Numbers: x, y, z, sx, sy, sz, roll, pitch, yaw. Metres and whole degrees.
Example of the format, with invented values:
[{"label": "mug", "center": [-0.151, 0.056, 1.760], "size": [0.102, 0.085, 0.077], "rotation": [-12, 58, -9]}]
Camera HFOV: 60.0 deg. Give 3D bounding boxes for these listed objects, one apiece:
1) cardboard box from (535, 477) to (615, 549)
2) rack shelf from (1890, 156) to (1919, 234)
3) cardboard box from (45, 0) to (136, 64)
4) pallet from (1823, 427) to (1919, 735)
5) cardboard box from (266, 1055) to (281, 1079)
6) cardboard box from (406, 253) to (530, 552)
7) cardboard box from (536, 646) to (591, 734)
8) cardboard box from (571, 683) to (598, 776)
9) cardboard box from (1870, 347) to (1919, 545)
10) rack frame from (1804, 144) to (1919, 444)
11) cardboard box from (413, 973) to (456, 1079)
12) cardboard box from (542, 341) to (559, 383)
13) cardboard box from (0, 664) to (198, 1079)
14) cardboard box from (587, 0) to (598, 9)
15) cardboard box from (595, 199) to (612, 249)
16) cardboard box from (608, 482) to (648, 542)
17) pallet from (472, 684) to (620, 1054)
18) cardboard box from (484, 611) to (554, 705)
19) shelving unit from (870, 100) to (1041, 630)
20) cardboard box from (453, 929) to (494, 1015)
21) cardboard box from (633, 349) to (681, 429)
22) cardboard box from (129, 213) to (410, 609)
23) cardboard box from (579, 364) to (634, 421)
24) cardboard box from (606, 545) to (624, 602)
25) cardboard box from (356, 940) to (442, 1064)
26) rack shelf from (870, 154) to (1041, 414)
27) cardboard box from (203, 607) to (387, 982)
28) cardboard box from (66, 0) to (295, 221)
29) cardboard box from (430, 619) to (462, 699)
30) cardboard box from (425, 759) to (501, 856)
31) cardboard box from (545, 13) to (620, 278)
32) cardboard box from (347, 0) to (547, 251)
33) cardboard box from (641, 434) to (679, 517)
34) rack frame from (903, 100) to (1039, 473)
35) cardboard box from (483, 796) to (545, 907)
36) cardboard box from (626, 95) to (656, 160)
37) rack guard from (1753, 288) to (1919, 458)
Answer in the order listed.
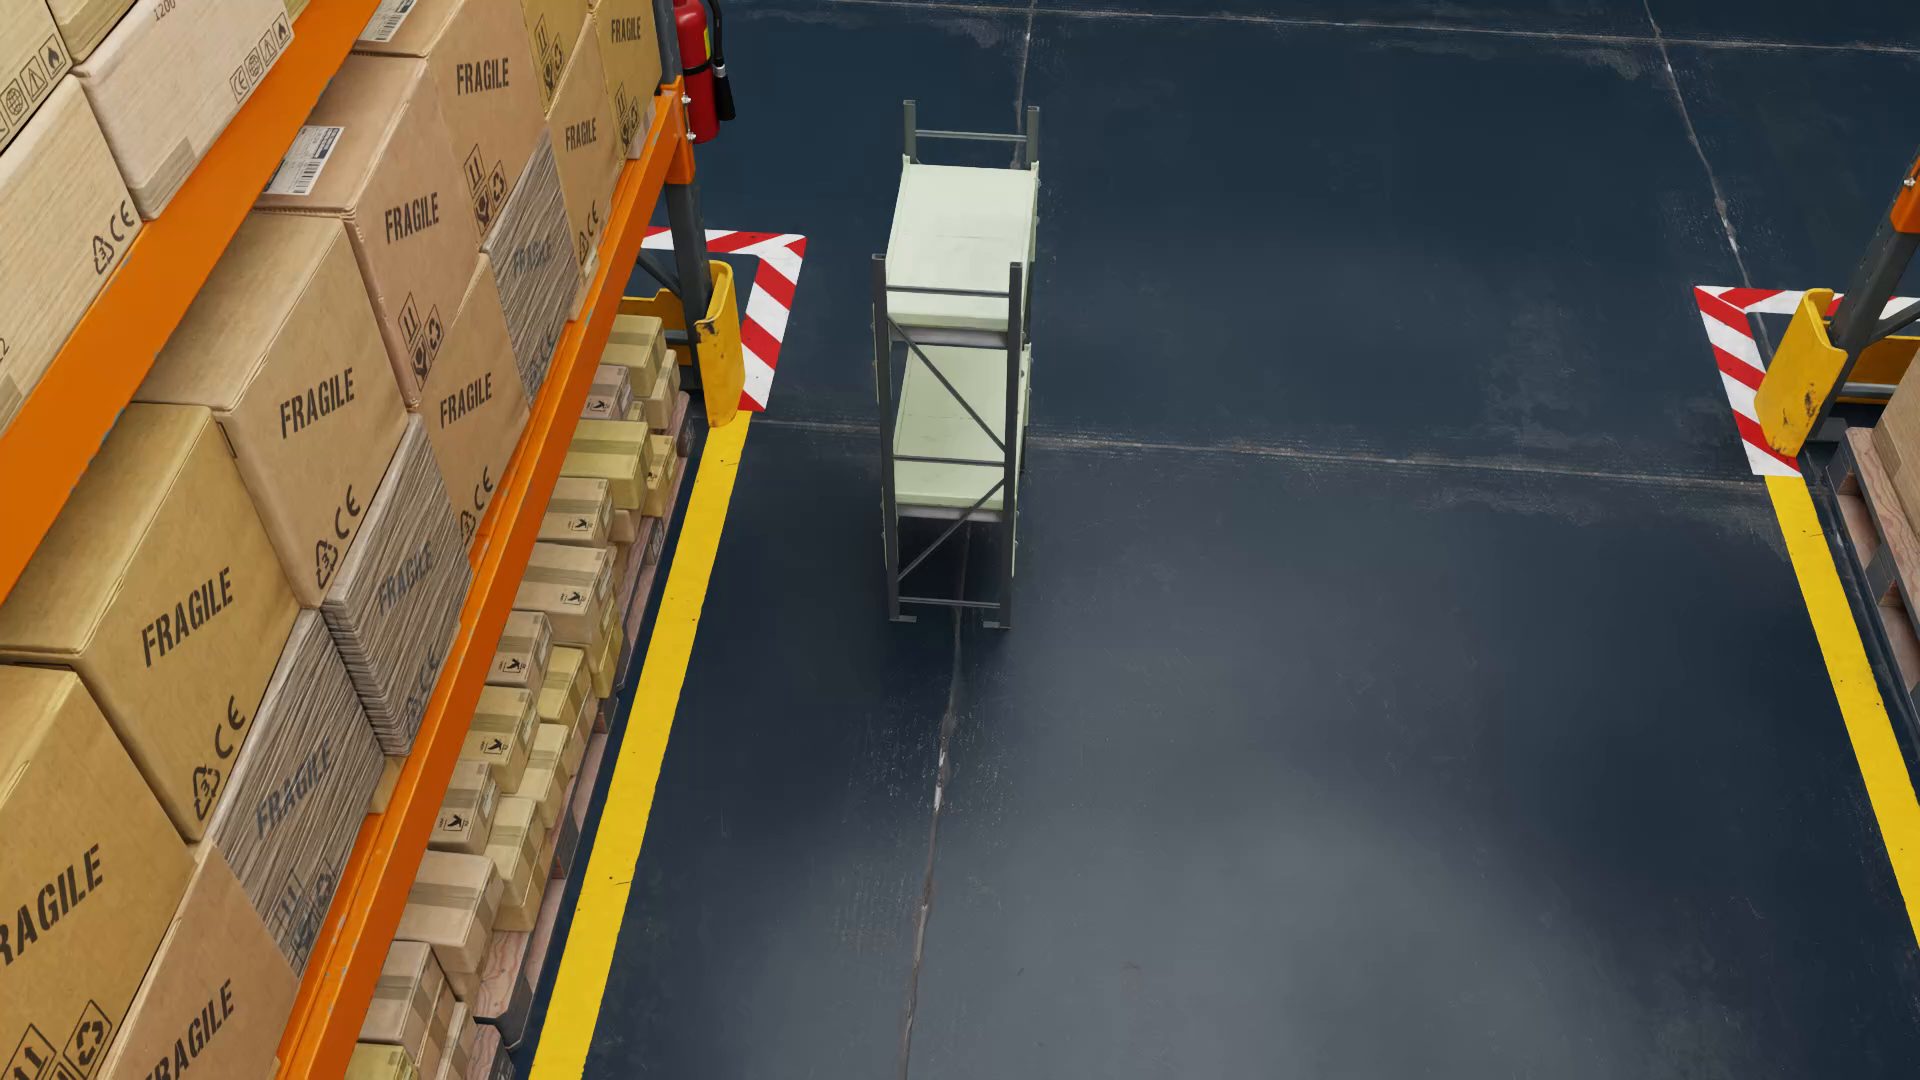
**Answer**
[{"label": "cardboard box", "center": [-1.260, -0.054, 5.011], "size": [0.380, 0.149, 0.250], "rotation": [2, 48, 2]}, {"label": "rack shelf", "center": [3.356, 0.325, 3.907], "size": [1.077, 0.370, 4.000], "rotation": [4, 48, 4]}, {"label": "cardboard box", "center": [-1.372, -0.909, 2.279], "size": [0.500, 0.250, 0.500], "rotation": [5, 48, 4]}, {"label": "pallet", "center": [3.543, 0.147, 5.473], "size": [1.003, 0.211, 1.213], "rotation": [4, 48, 4]}, {"label": "cardboard box", "center": [-1.464, 0.997, 2.975], "size": [0.380, 0.149, 0.250], "rotation": [5, 48, 5]}, {"label": "cardboard box", "center": [-1.329, -0.315, 3.736], "size": [0.500, 0.500, 0.500], "rotation": [6, 48, 5]}, {"label": "cardboard box", "center": [-1.286, 0.432, 4.768], "size": [0.380, 0.149, 0.250], "rotation": [6, 48, 5]}, {"label": "cardboard box", "center": [-1.288, 0.533, 4.877], "size": [0.380, 0.149, 0.250], "rotation": [5, 48, 4]}, {"label": "cardboard box", "center": [3.578, -0.172, 5.327], "size": [0.875, 0.438, 0.875], "rotation": [2, 48, 2]}, {"label": "rack frame", "center": [3.538, -1.387, 4.986], "size": [1.000, 3.000, 0.127], "rotation": [4, 48, 4]}, {"label": "cardboard box", "center": [-1.466, 1.197, 4.068], "size": [0.380, 0.149, 0.250], "rotation": [2, 48, 2]}, {"label": "cardboard box", "center": [-1.270, -0.556, 4.396], "size": [0.380, 0.149, 0.250], "rotation": [2, 48, 2]}, {"label": "cardboard box", "center": [-1.481, 0.507, 2.307], "size": [0.500, 0.500, 0.500], "rotation": [5, 48, 4]}, {"label": "cardboard box", "center": [-1.194, -1.764, 4.384], "size": [0.500, 0.500, 0.500], "rotation": [3, 48, 3]}, {"label": "cardboard box", "center": [-1.216, -0.937, 4.744], "size": [0.380, 0.149, 0.250], "rotation": [3, 48, 3]}, {"label": "cardboard box", "center": [-1.210, -0.137, 5.288], "size": [0.380, 0.149, 0.250], "rotation": [2, 48, 2]}, {"label": "pallet", "center": [-1.630, 0.840, 4.839], "size": [1.003, 0.211, 1.213], "rotation": [4, 48, 4]}, {"label": "cardboard box", "center": [-1.363, 0.333, 4.657], "size": [0.380, 0.149, 0.250], "rotation": [2, 48, 2]}, {"label": "shelving unit", "center": [-0.001, -0.501, 5.192], "size": [0.431, 1.500, 0.755], "rotation": [4, 48, 4]}, {"label": "cardboard box", "center": [-1.453, 1.096, 4.362], "size": [0.380, 0.149, 0.250], "rotation": [2, 48, 2]}, {"label": "cardboard box", "center": [-1.164, -0.519, 5.637], "size": [0.380, 0.149, 0.250], "rotation": [3, 48, 2]}, {"label": "cardboard box", "center": [-1.372, -0.243, 2.993], "size": [0.500, 0.500, 0.500], "rotation": [5, 48, 4]}, {"label": "cardboard box", "center": [-1.276, -0.439, 5.363], "size": [0.380, 0.149, 0.250], "rotation": [5, 48, 4]}, {"label": "cardboard box", "center": [-1.282, 0.142, 5.235], "size": [0.380, 0.149, 0.250], "rotation": [4, 48, 4]}, {"label": "cardboard box", "center": [-1.468, 1.093, 3.962], "size": [0.380, 0.149, 0.250], "rotation": [3, 48, 3]}, {"label": "rack shelf", "center": [-0.001, -0.765, 4.904], "size": [0.431, 0.370, 0.720], "rotation": [4, 48, 4]}, {"label": "cardboard box", "center": [-1.431, 0.448, 3.038], "size": [0.500, 0.500, 0.500], "rotation": [4, 48, 4]}, {"label": "cardboard box", "center": [-1.356, -0.741, 2.464], "size": [0.500, 0.250, 0.500], "rotation": [6, 48, 5]}, {"label": "cardboard box", "center": [-1.341, 0.221, 3.685], "size": [0.380, 0.149, 0.250], "rotation": [6, 48, 5]}, {"label": "cardboard box", "center": [-1.421, 0.706, 4.316], "size": [0.380, 0.149, 0.250], "rotation": [2, 48, 2]}, {"label": "cardboard box", "center": [-1.237, -1.054, 4.412], "size": [0.500, 0.500, 0.500], "rotation": [3, 48, 3]}, {"label": "cardboard box", "center": [-1.279, -1.009, 3.693], "size": [0.500, 0.500, 0.500], "rotation": [6, 48, 5]}, {"label": "cardboard box", "center": [-1.163, -0.229, 5.574], "size": [0.380, 0.149, 0.250], "rotation": [5, 48, 5]}, {"label": "rack frame", "center": [0.033, -0.770, 5.438], "size": [0.400, 1.500, 0.023], "rotation": [4, 48, 4]}, {"label": "cardboard box", "center": [-1.331, 0.815, 4.417], "size": [0.380, 0.149, 0.250], "rotation": [4, 48, 3]}, {"label": "cardboard box", "center": [-1.148, -1.302, 5.079], "size": [0.380, 0.149, 0.250], "rotation": [4, 48, 4]}, {"label": "rack guard", "center": [3.541, -0.561, 5.924], "size": [1.175, 0.500, 0.348], "rotation": [4, 48, 4]}]
